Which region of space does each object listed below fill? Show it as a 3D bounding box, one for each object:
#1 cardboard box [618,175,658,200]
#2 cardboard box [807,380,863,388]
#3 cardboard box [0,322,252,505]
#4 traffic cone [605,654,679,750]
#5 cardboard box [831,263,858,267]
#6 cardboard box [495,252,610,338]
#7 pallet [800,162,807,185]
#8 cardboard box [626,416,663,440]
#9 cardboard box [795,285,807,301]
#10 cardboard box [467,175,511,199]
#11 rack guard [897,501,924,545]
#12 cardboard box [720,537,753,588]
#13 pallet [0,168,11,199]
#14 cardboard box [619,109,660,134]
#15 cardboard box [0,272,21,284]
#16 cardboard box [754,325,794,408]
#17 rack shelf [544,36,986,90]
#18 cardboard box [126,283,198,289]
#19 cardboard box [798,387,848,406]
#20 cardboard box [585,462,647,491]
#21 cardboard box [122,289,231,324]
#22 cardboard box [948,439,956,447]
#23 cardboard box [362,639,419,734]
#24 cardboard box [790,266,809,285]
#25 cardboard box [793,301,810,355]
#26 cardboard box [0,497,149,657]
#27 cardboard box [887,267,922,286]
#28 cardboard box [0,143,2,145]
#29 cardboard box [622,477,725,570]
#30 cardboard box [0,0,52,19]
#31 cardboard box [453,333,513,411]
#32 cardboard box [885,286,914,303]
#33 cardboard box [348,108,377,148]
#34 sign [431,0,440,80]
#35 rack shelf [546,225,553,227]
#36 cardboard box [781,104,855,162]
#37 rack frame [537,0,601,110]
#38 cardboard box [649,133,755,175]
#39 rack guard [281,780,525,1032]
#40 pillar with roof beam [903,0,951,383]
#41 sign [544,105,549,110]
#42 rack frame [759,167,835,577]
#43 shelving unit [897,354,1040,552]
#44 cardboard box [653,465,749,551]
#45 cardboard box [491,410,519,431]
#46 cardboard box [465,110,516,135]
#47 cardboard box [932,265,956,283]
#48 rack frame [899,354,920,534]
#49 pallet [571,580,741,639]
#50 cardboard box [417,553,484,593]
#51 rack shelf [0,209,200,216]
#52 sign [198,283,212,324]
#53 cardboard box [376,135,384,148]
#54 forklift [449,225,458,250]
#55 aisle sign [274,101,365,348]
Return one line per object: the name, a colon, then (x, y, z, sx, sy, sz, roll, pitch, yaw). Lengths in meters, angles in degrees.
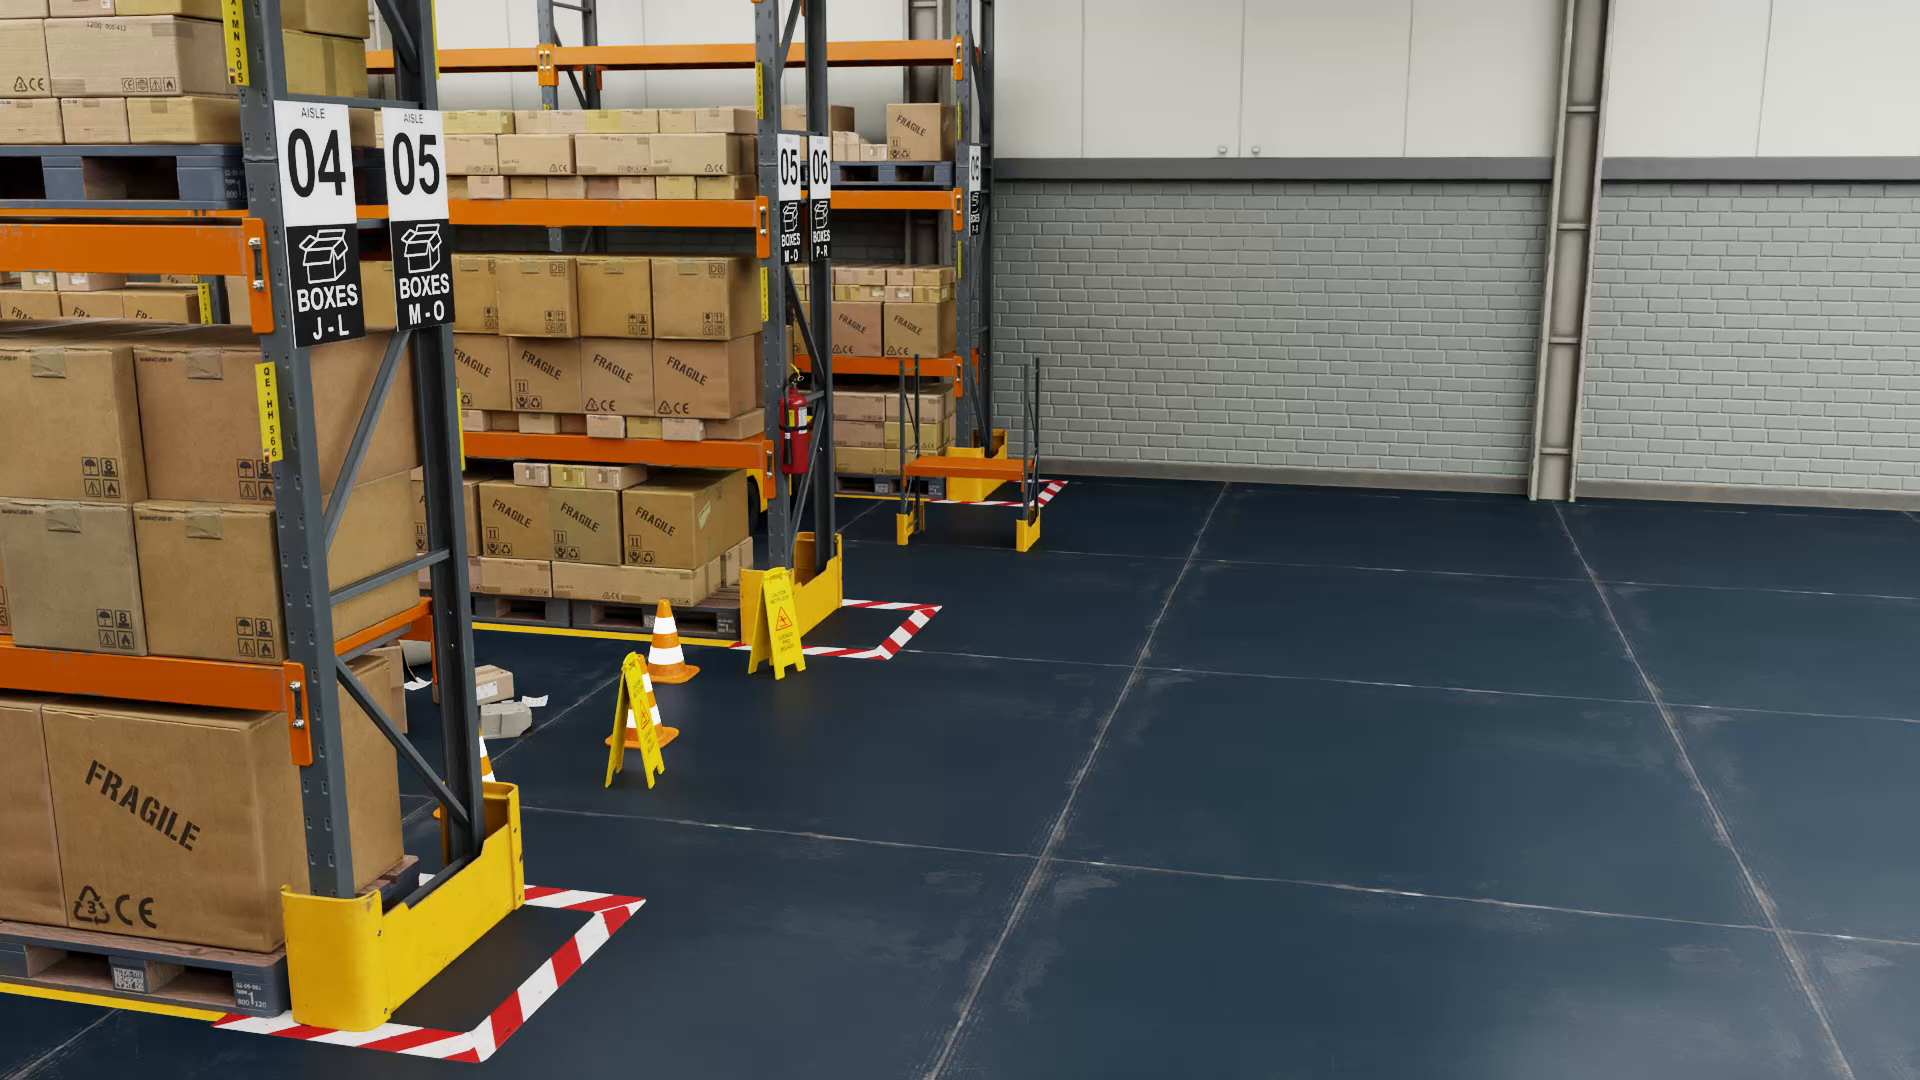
cardboard box: (-1.957, -2.227, 10.502, 0.250, 0.149, 0.380, 3, 13, 15)
cardboard box: (-1.249, -1.412, 16.242, 0.500, 0.250, 0.500, 3, 13, 13)
cardboard box: (-3.039, -0.490, 6.176, 0.550, 0.550, 0.875, 3, 13, 14)
traffic cone: (-1.706, 0.840, 8.881, 0.334, 0.463, 0.336, 3, 13, 14)
cardboard box: (-1.137, -2.572, 15.985, 0.250, 0.149, 0.380, 3, 13, 15)
cardboard box: (-2.602, -1.594, 10.768, 0.500, 0.500, 0.700, 3, 13, 13)
pallet: (-1.727, -3.469, 15.723, 1.213, 0.211, 1.003, 3, 13, 14)
cardboard box: (-1.975, -0.758, 10.806, 0.250, 0.149, 0.380, 3, 13, 13)
cardboard box: (-1.513, -2.329, 15.577, 0.250, 0.149, 0.380, 3, 13, 14)
cardboard box: (-2.959, -2.271, 10.697, 0.250, 0.149, 0.380, 3, 13, 13)
rack guard: (-0.409, -0.144, 13.805, 0.087, 0.250, 0.587, 3, 13, 14)
cardboard box: (-1.761, 0.138, 11.563, 0.500, 0.250, 0.500, 3, 13, 13)
pallet: (-4.043, -1.373, 6.276, 1.213, 0.211, 1.003, 3, 13, 14)
cardboard box: (-1.936, -2.616, 10.414, 0.250, 0.149, 0.380, 3, 13, 13)
cardboard box: (-7.155, -2.004, 12.457, 0.250, 0.149, 0.380, 2, 13, 11)
cardboard box: (-1.437, -1.176, 11.190, 0.500, 0.500, 0.500, 3, 13, 13)
rack shelf: (-1.800, -4.429, 15.505, 4.000, 0.370, 1.077, 3, 13, 14)
cardboard box: (-5.800, -1.616, 12.205, 0.500, 0.500, 0.500, 3, 13, 14)
cardboard box: (-1.370, -1.301, 15.744, 0.500, 0.250, 0.500, 3, 13, 14)
cardboard box: (-2.257, -0.436, 10.923, 0.250, 0.149, 0.380, 3, 13, 15)
cardboard box: (-5.431, -1.481, 11.597, 0.500, 0.500, 0.500, 3, 13, 12)
cardboard box: (-0.288, -0.872, 16.118, 0.500, 0.250, 0.500, 3, 13, 14)
cardboard box: (-3.356, 0.761, 9.141, 0.637, 0.503, 0.797, -6, 14, -25)
cardboard box: (-1.520, -2.473, 15.540, 0.250, 0.149, 0.380, 3, 13, 15)
cardboard box: (-1.398, -2.017, 15.670, 0.500, 0.500, 0.500, 3, 13, 12)
cardboard box: (-3.042, 0.040, 6.280, 0.550, 0.550, 0.875, 3, 13, 14)
cardboard box: (-0.503, -2.434, 15.364, 0.250, 0.149, 0.380, 3, 13, 14)
cardboard box: (-3.275, -1.434, 5.726, 0.250, 0.149, 0.380, 3, 13, 14)
cardboard box: (-1.884, -0.114, 10.971, 0.500, 0.500, 0.500, 3, 13, 14)
cardboard box: (-3.031, -1.810, 5.581, 0.250, 0.149, 0.380, 3, 13, 14)
cardboard box: (-3.094, -1.147, 11.061, 0.500, 0.500, 0.500, 3, 13, 14)
cardboard box: (-0.517, -2.274, 15.331, 0.250, 0.149, 0.380, 3, 13, 14)
cardboard box: (-2.388, -1.533, 6.175, 0.250, 0.149, 0.380, 3, 13, 14)
sign: (-1.993, -1.899, 6.241, 0.005, 0.325, 0.100, 3, 13, 14)
rack shelf: (-5.684, -3.367, 16.722, 4.000, 0.370, 1.077, 3, 13, 14)
cardboard box: (-1.317, -3.756, 15.380, 0.500, 0.500, 0.700, 3, 13, 14)
rack frame: (-3.742, -5.079, 15.851, 0.127, 3.000, 1.000, 3, 13, 14)
cardboard box: (-1.605, -2.405, 10.383, 0.500, 0.250, 0.500, 3, 13, 13)
rack guard: (-2.109, 1.369, 6.410, 0.348, 0.500, 1.175, 3, 13, 14)
pillar with roof beam: (-1.350, -4.192, 11.852, 0.400, 9.000, 9.100, 3, 13, 14)
sign: (-3.862, -3.906, 15.569, 0.005, 0.325, 0.100, 3, 13, 14)
rack frame: (-1.044, -0.899, 10.860, 0.127, 3.000, 1.000, 3, 13, 14)
shelving unit: (0.074, -0.728, 13.553, 1.083, 1.500, 0.587, 3, 13, 14)
cardboard box: (-1.784, -0.229, 11.487, 0.500, 0.500, 0.500, 3, 13, 12)
cardboard box: (-2.938, -0.834, 11.148, 0.250, 0.149, 0.380, 3, 13, 14)
cardboard box: (-2.940, -2.658, 10.602, 0.250, 0.149, 0.380, 3, 13, 15)
cardboard box: (-0.133, -2.516, 15.733, 0.250, 0.149, 0.380, 3, 13, 12)
rack frame: (-0.411, -0.754, 13.670, 0.032, 1.500, 0.500, 3, 13, 14)
pallet: (-1.898, 0.409, 11.403, 1.213, 0.211, 1.003, 3, 13, 14)
cardboard box: (-3.383, 0.171, 11.418, 0.500, 0.250, 0.500, 3, 13, 13)
rack shelf: (-6.869, -2.323, 12.016, 4.000, 0.370, 1.077, 3, 13, 14)
sign: (-5.057, -1.555, 11.143, 0.005, 0.325, 0.100, 3, 13, 14)
cardboard box: (-3.580, -2.509, 10.851, 0.500, 0.250, 0.500, 3, 13, 14)
forklift: (-4.880, -1.486, 13.664, 1.130, 2.935, 3.031, 6, 14, 25)
aisle sign: (-2.135, -1.055, 5.562, 0.004, 0.787, 0.394, 3, 13, 14)
